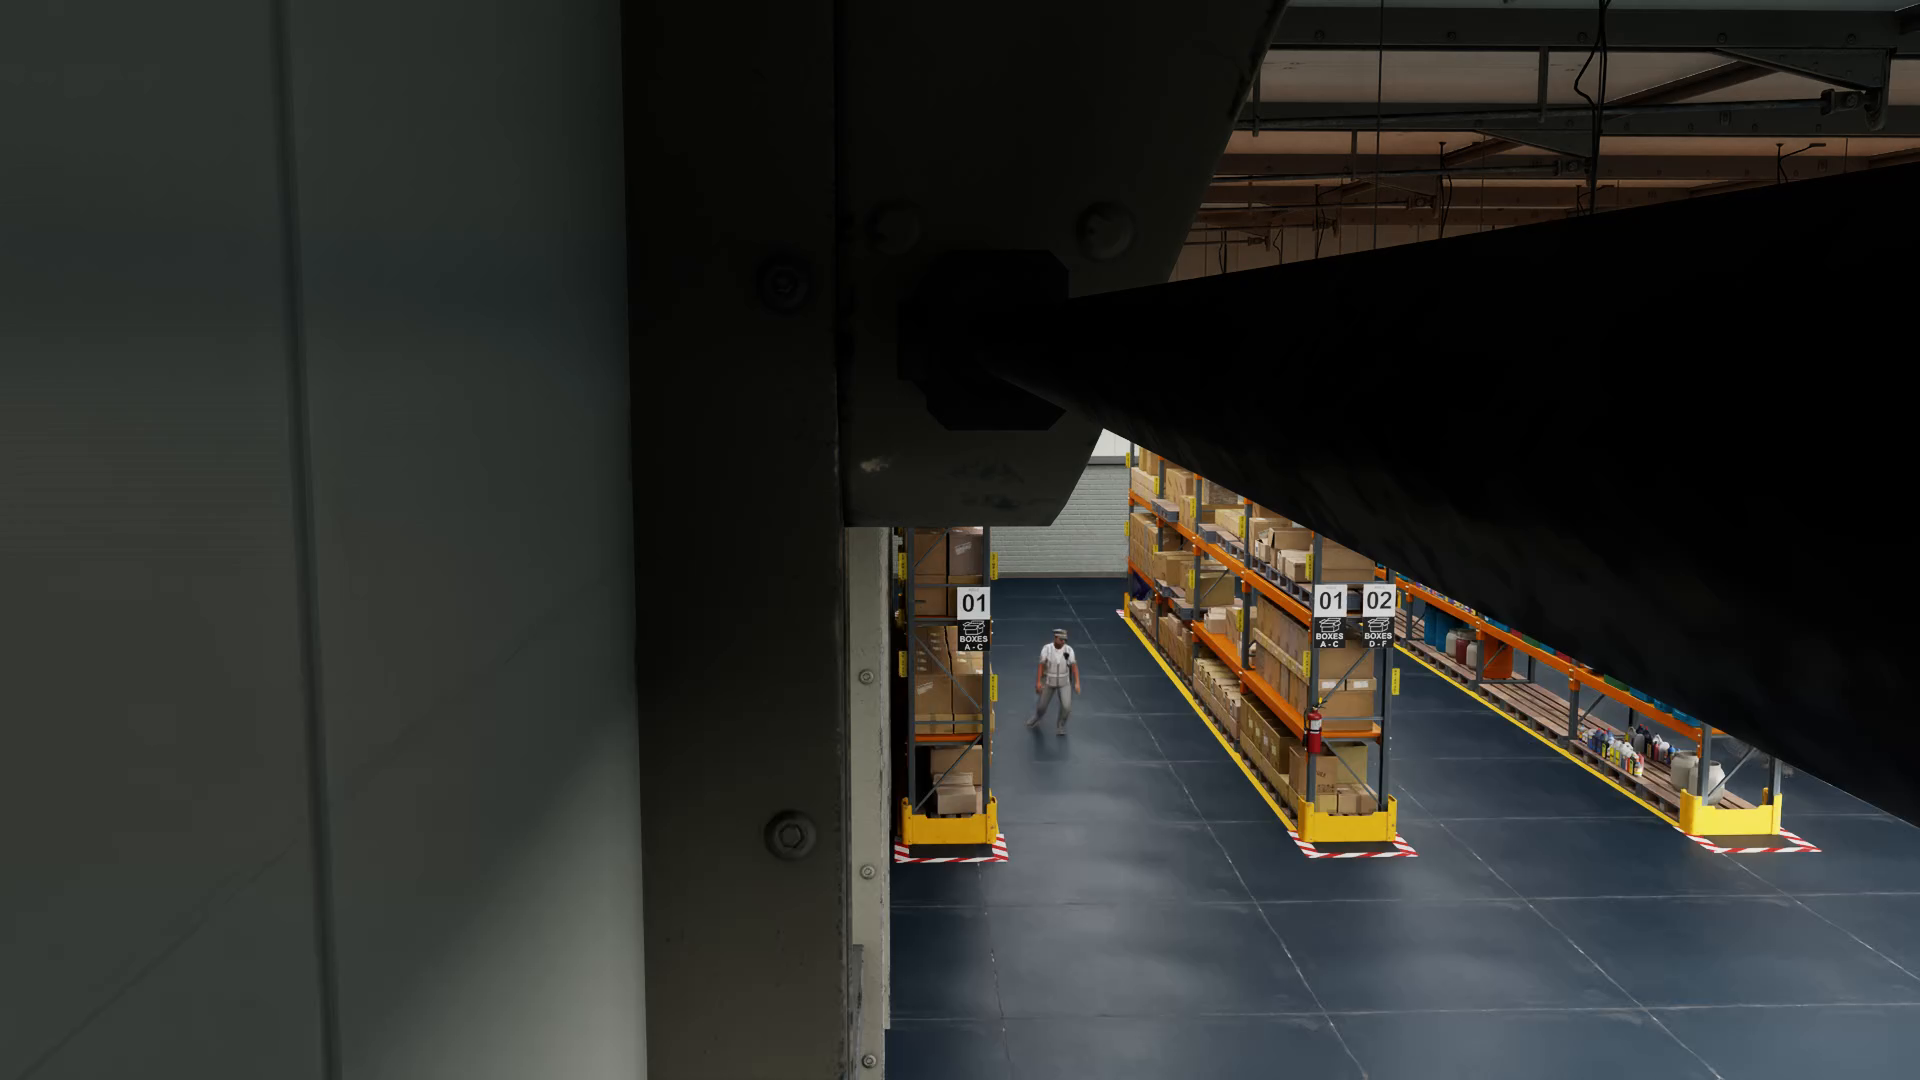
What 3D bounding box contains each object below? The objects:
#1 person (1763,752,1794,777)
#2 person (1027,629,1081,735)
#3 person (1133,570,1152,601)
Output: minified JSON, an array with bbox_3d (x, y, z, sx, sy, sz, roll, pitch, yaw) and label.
[{"bbox_3d":[11.936,2.412,23.769,0.826,1.731,0.931,-2,7,-12],"label":"person"},{"bbox_3d":[1.464,2.174,25.977,0.814,1.670,0.685,0,7,-2],"label":"person"},{"bbox_3d":[4.148,0.731,37.652,0.481,1.593,0.628,4,8,27],"label":"person"}]
